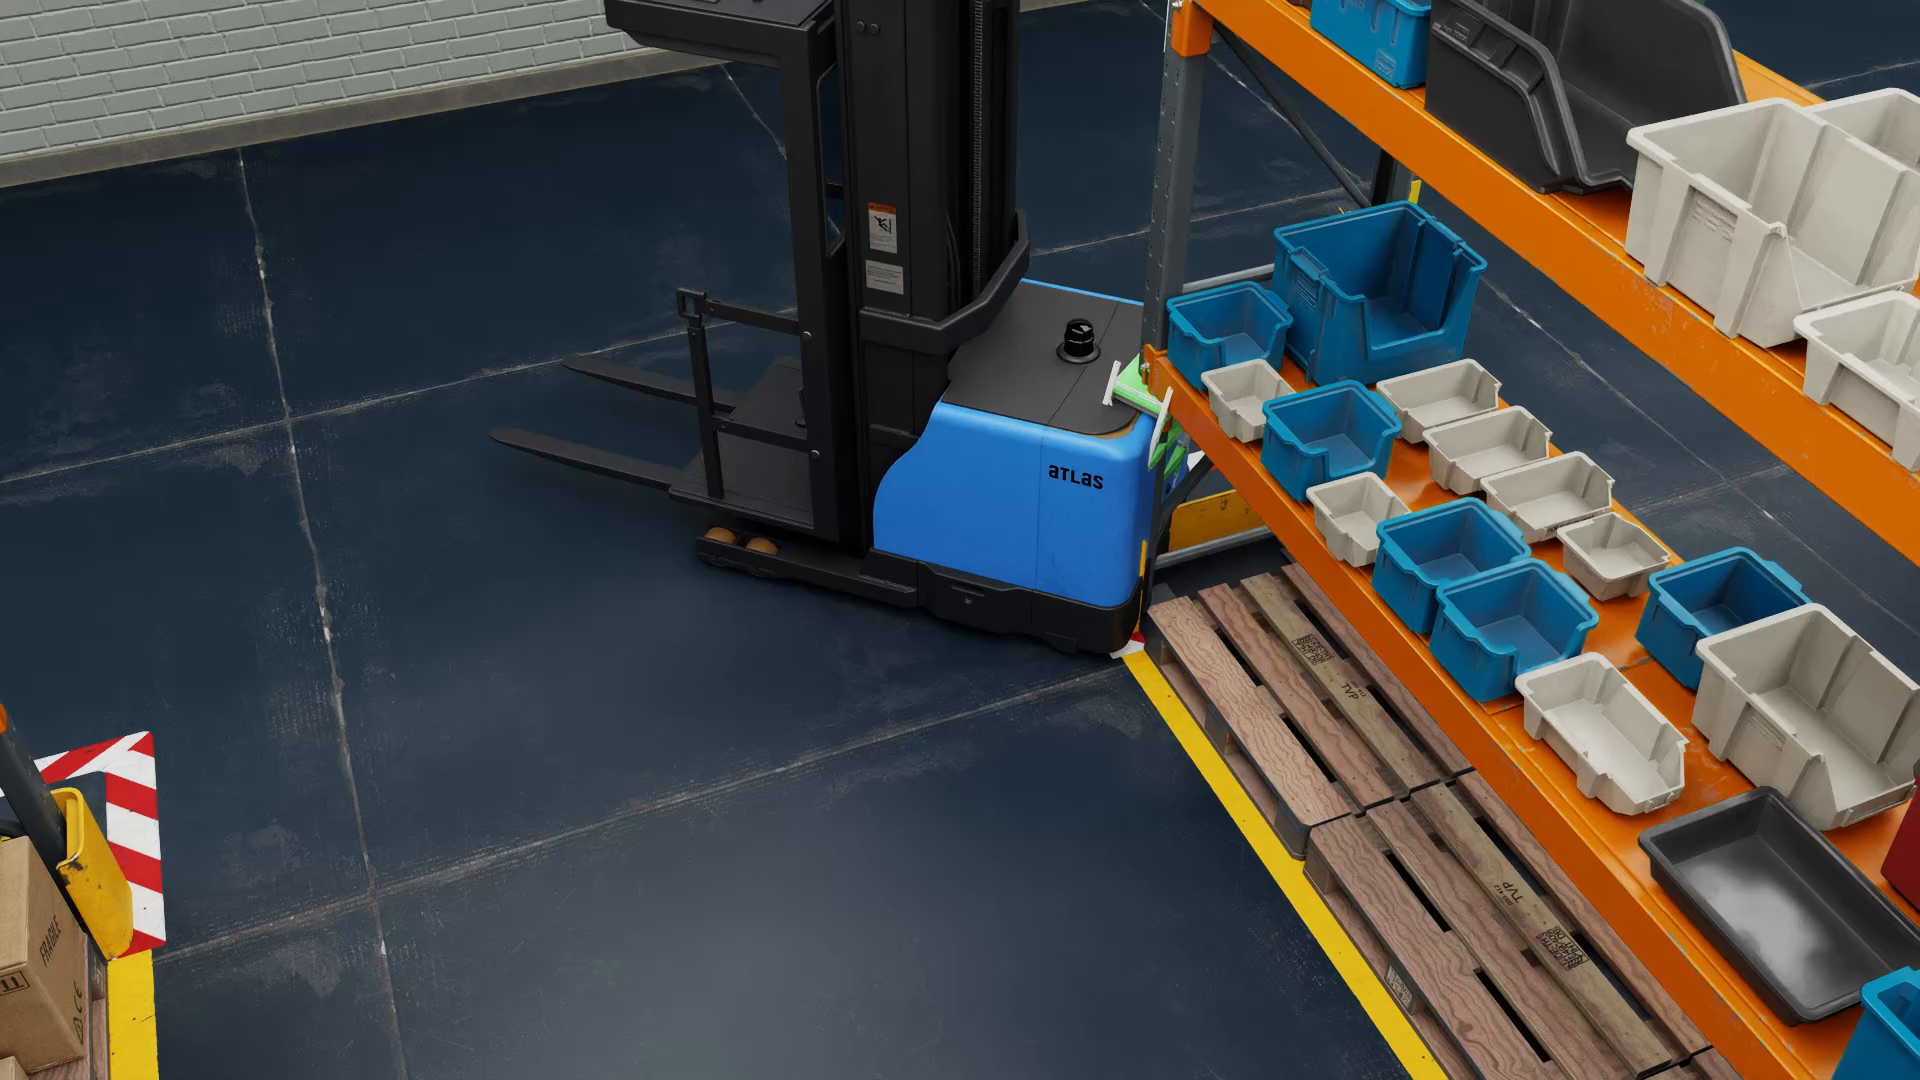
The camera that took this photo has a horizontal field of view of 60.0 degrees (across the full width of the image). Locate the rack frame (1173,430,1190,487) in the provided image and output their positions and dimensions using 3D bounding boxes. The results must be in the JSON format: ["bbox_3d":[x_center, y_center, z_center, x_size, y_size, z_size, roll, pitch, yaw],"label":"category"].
[{"bbox_3d":[0.813,-0.430,6.740,0.240,1.200,0.015,28,45,16],"label":"rack frame"}]

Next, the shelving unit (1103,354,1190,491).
[{"bbox_3d":[0.690,-0.298,6.575,0.258,1.200,0.503,28,45,16],"label":"shelving unit"}]

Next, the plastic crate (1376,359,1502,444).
[{"bbox_3d":[1.627,-0.455,5.635,0.396,0.136,0.243,-15,43,-17],"label":"plastic crate"}]

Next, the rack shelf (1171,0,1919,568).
[{"bbox_3d":[1.913,-0.638,3.943,1.077,0.370,4.000,-15,43,-17],"label":"rack shelf"}]

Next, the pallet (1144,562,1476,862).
[{"bbox_3d":[1.427,0.585,6.407,1.003,0.211,1.213,-15,43,-17],"label":"pallet"}]

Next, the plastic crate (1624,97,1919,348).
[{"bbox_3d":[1.710,-0.659,3.506,0.437,0.282,0.530,-15,43,-17],"label":"plastic crate"}]

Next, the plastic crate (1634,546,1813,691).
[{"bbox_3d":[2.170,0.235,4.758,0.416,0.233,0.300,-15,43,-17],"label":"plastic crate"}]

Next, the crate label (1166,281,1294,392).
[{"bbox_3d":[0.938,-0.707,5.854,0.416,0.233,0.303,-15,43,-17],"label":"crate label"}]

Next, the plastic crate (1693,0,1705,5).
[{"bbox_3d":[1.789,-1.513,4.570,0.450,0.188,0.336,-15,43,-17],"label":"plastic crate"}]

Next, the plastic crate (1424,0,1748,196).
[{"bbox_3d":[1.478,-1.103,3.980,0.504,0.338,0.767,-15,43,-17],"label":"plastic crate"}]

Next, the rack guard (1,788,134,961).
[{"bbox_3d":[-3.401,1.249,5.415,1.175,0.500,0.348,-15,43,-17],"label":"rack guard"}]

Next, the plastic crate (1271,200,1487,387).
[{"bbox_3d":[1.448,-0.860,5.876,0.616,0.435,0.499,-15,43,-17],"label":"plastic crate"}]

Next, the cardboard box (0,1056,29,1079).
[{"bbox_3d":[-2.923,1.695,4.814,0.380,0.166,0.250,-15,43,-17],"label":"cardboard box"}]

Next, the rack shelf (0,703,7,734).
[{"bbox_3d":[-2.665,1.733,3.486,1.077,0.370,4.000,-15,43,-17],"label":"rack shelf"}]

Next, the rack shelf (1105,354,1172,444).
[{"bbox_3d":[0.758,-0.593,6.289,0.258,0.148,0.480,28,45,16],"label":"rack shelf"}]

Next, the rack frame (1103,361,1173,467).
[{"bbox_3d":[0.567,-0.167,6.410,0.240,1.200,0.015,28,45,16],"label":"rack frame"}]

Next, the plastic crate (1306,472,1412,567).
[{"bbox_3d":[1.244,-0.048,5.161,0.250,0.136,0.298,-15,43,-17],"label":"plastic crate"}]

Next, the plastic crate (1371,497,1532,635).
[{"bbox_3d":[1.441,0.086,4.931,0.416,0.233,0.300,-15,43,-17],"label":"plastic crate"}]

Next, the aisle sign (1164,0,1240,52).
[{"bbox_3d":[0.845,-1.933,5.204,0.394,0.787,0.004,-15,43,-17],"label":"aisle sign"}]

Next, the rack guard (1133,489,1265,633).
[{"bbox_3d":[1.126,-0.042,6.915,1.175,0.500,0.348,-15,43,-17],"label":"rack guard"}]

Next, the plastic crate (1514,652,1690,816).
[{"bbox_3d":[1.734,0.534,4.484,0.293,0.136,0.466,-15,43,-17],"label":"plastic crate"}]

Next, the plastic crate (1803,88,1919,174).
[{"bbox_3d":[2.167,-0.833,3.820,0.437,0.136,0.530,-15,43,-17],"label":"plastic crate"}]

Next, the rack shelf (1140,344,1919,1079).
[{"bbox_3d":[1.913,0.499,4.921,1.077,0.370,4.000,-15,43,-17],"label":"rack shelf"}]

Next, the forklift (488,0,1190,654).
[{"bbox_3d":[-0.586,-1.259,6.466,3.031,2.935,1.130,14,43,16],"label":"forklift"}]

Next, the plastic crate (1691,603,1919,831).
[{"bbox_3d":[2.264,0.487,4.427,0.437,0.282,0.530,-15,43,-17],"label":"plastic crate"}]

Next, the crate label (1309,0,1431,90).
[{"bbox_3d":[1.202,-1.423,4.418,0.408,0.251,0.502,-15,43,-17],"label":"crate label"}]

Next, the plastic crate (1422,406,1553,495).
[{"bbox_3d":[1.724,-0.277,5.428,0.396,0.136,0.243,-15,43,-17],"label":"plastic crate"}]

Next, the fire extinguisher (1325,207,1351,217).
[{"bbox_3d":[1.510,-1.012,6.472,0.296,0.674,0.183,-15,43,-17],"label":"fire extinguisher"}]

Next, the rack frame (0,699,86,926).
[{"bbox_3d":[-3.430,0.255,4.653,1.000,3.000,0.127,-15,43,-17],"label":"rack frame"}]

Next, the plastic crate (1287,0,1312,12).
[{"bbox_3d":[1.037,-1.765,4.801,0.497,0.269,0.590,-15,43,-17],"label":"plastic crate"}]

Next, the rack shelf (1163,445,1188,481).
[{"bbox_3d":[0.680,-0.253,6.619,0.258,0.148,0.480,28,45,16],"label":"rack shelf"}]

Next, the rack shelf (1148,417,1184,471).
[{"bbox_3d":[0.719,-0.423,6.454,0.258,0.148,0.480,28,45,16],"label":"rack shelf"}]

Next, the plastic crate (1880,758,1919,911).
[{"bbox_3d":[2.568,0.784,3.943,0.402,0.464,0.583,-15,43,-17],"label":"plastic crate"}]

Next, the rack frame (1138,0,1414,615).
[{"bbox_3d":[1.147,-0.978,6.087,1.000,3.000,0.127,-15,43,-17],"label":"rack frame"}]

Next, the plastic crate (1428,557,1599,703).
[{"bbox_3d":[1.556,0.267,4.721,0.416,0.233,0.300,-15,43,-17],"label":"plastic crate"}]

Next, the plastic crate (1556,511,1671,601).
[{"bbox_3d":[1.984,0.058,5.038,0.298,0.136,0.250,-15,43,-17],"label":"plastic crate"}]

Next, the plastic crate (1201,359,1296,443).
[{"bbox_3d":[0.984,-0.456,5.636,0.250,0.136,0.298,-15,43,-17],"label":"plastic crate"}]

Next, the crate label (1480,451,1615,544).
[{"bbox_3d":[1.853,-0.115,5.240,0.396,0.136,0.243,-15,43,-17],"label":"crate label"}]

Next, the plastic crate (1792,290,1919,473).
[{"bbox_3d":[1.840,-0.277,3.174,0.293,0.136,0.466,-15,43,-17],"label":"plastic crate"}]

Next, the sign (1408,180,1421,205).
[{"bbox_3d":[1.649,-1.187,6.205,0.100,0.325,0.005,-15,43,-17],"label":"sign"}]

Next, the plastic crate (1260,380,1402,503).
[{"bbox_3d":[1.190,-0.310,5.393,0.416,0.233,0.300,-15,43,-17],"label":"plastic crate"}]

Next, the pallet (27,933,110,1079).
[{"bbox_3d":[-3.095,1.838,4.951,1.003,0.211,1.213,-15,43,-17],"label":"pallet"}]

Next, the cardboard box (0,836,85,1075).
[{"bbox_3d":[-2.995,1.302,5.015,0.500,0.500,0.500,-15,43,-17],"label":"cardboard box"}]

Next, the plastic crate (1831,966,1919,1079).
[{"bbox_3d":[2.184,1.218,3.499,0.392,0.384,0.575,-15,43,-17],"label":"plastic crate"}]

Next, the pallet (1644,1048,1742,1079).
[{"bbox_3d":[2.361,2.055,4.698,1.003,0.211,1.213,-15,43,-17],"label":"pallet"}]

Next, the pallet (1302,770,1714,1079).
[{"bbox_3d":[1.890,1.319,5.554,1.003,0.211,1.213,-15,43,-17],"label":"pallet"}]

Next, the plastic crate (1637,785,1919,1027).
[{"bbox_3d":[2.001,0.905,4.061,0.437,0.125,0.590,-15,43,-17],"label":"plastic crate"}]
